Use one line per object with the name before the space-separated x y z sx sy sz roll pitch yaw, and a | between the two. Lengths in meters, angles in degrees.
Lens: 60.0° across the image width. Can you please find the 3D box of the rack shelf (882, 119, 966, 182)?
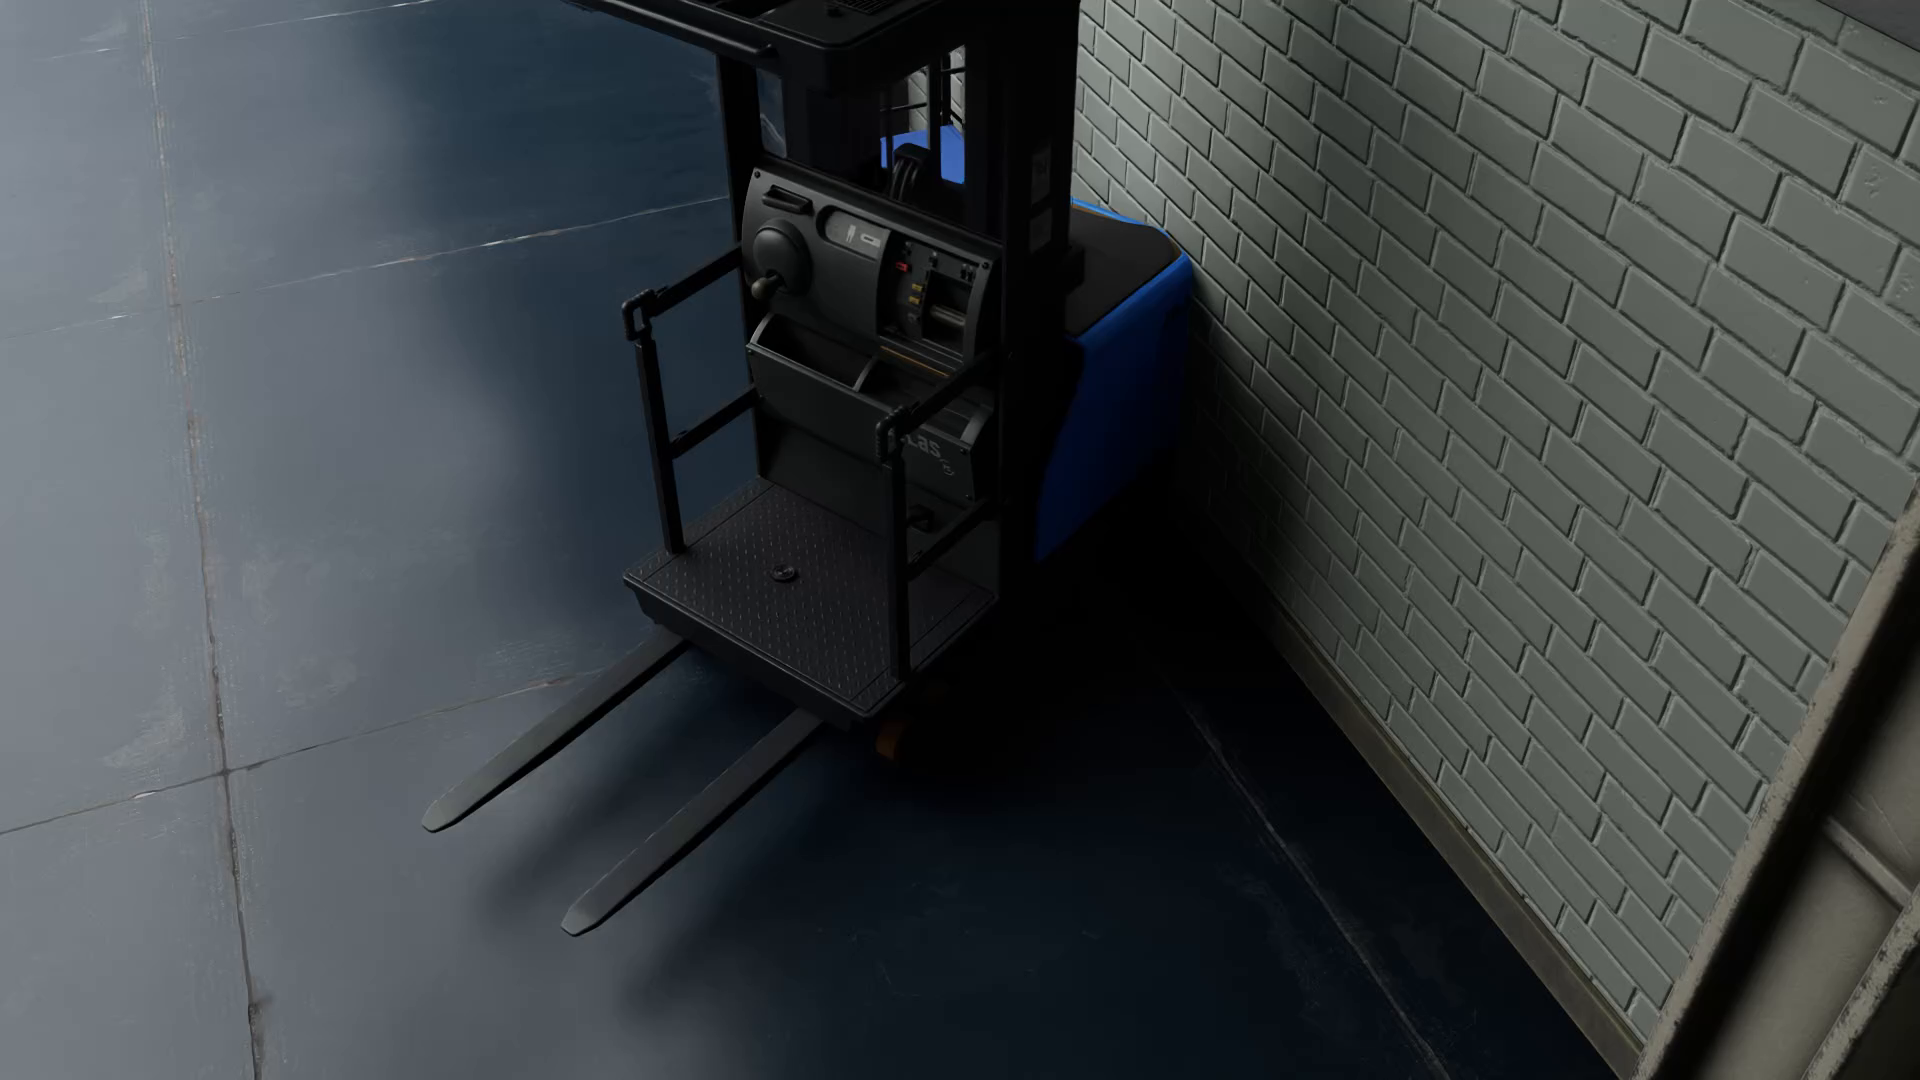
rack shelf | -0.079 -1.445 7.055 0.538 0.185 1.000 -15 43 -17

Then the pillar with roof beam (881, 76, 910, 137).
pillar with roof beam | -4.435 -4.222 4.258 9.100 9.000 0.400 -15 43 -17

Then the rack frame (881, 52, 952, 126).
rack frame | -0.274 -1.887 7.294 0.500 1.500 0.032 -15 43 -17

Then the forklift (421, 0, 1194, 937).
forklift | -0.419 -0.755 4.879 1.130 2.935 3.031 26 47 27

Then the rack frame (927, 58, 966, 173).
rack frame | 0.116 -1.275 6.582 0.500 1.500 0.032 -15 43 -17

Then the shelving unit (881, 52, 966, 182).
shelving unit | -0.079 -1.581 6.938 0.538 1.500 1.048 -15 43 -17
